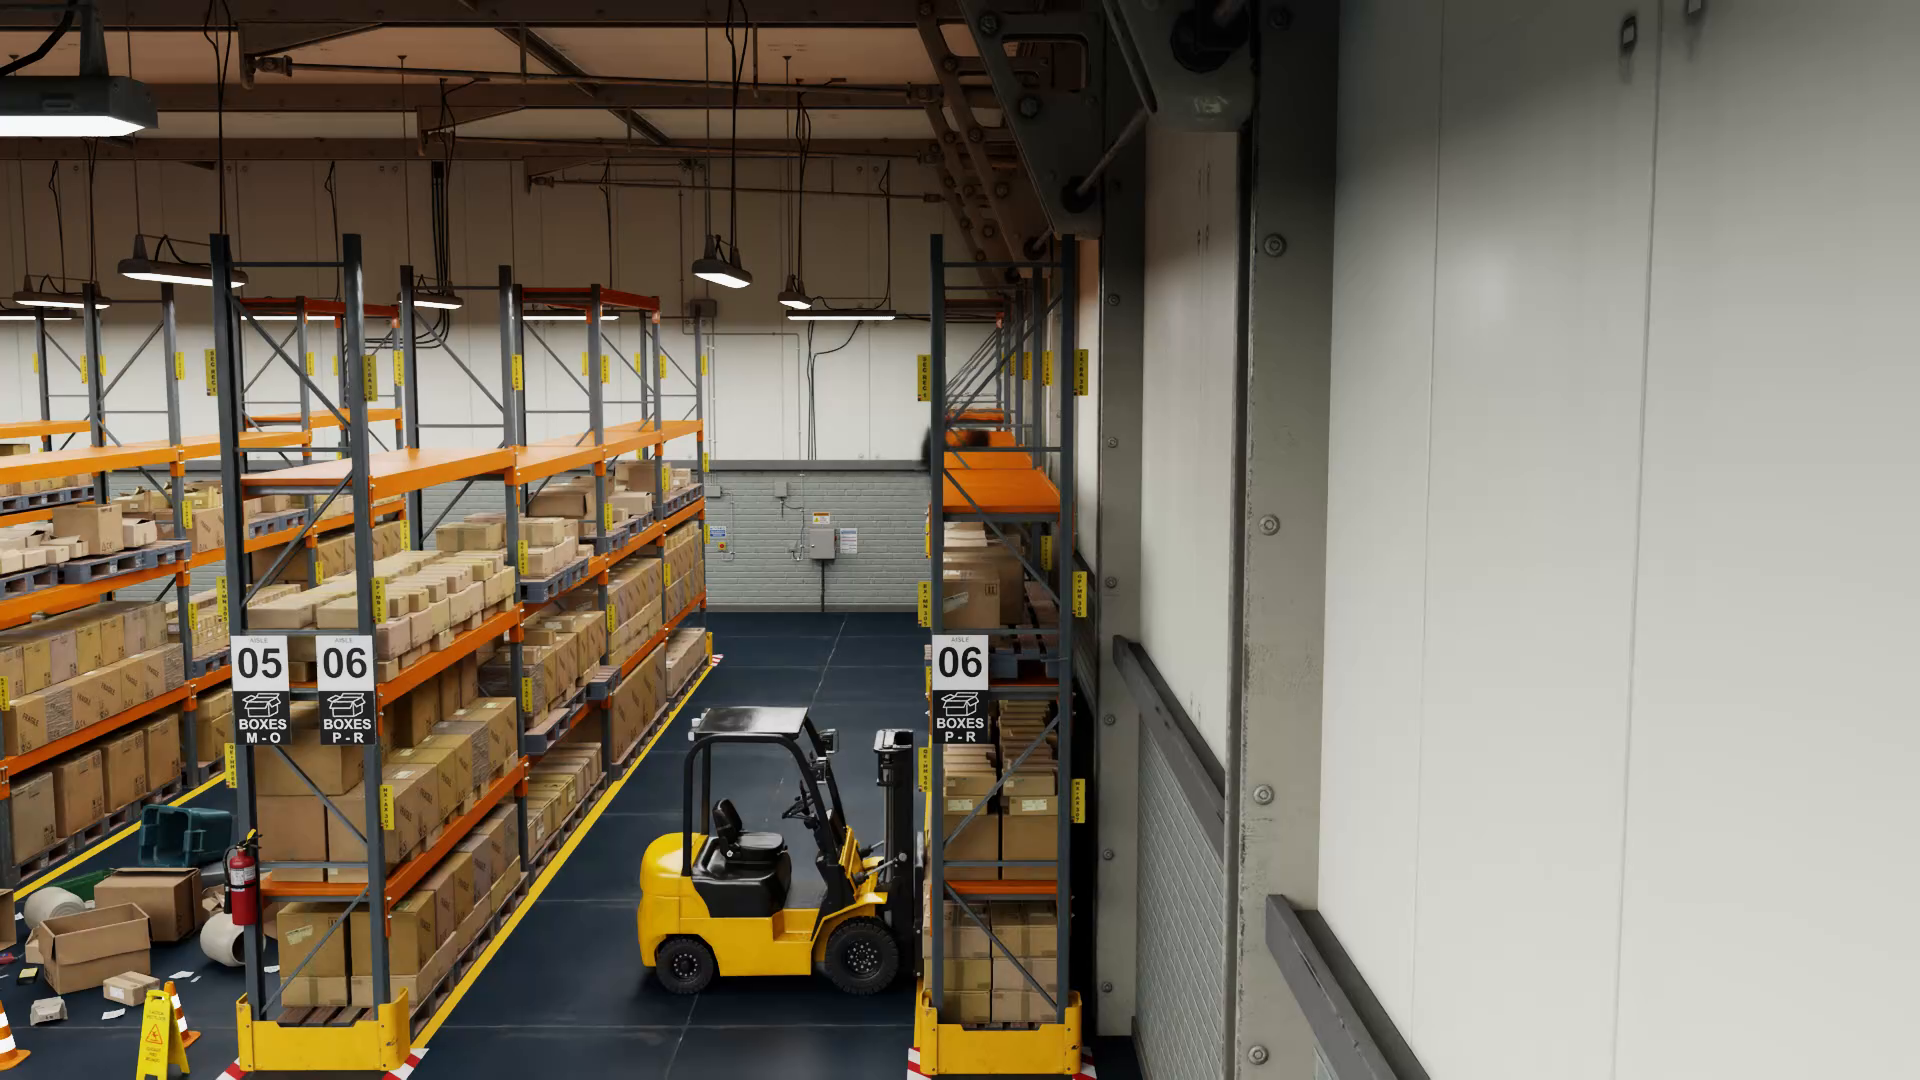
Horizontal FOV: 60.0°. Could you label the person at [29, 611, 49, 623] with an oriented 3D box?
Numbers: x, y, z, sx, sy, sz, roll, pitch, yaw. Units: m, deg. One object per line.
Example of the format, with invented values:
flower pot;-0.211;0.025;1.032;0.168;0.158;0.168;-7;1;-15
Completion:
person;-12.769;1.792;23.063;0.597;1.654;0.552;-1;6;-5
